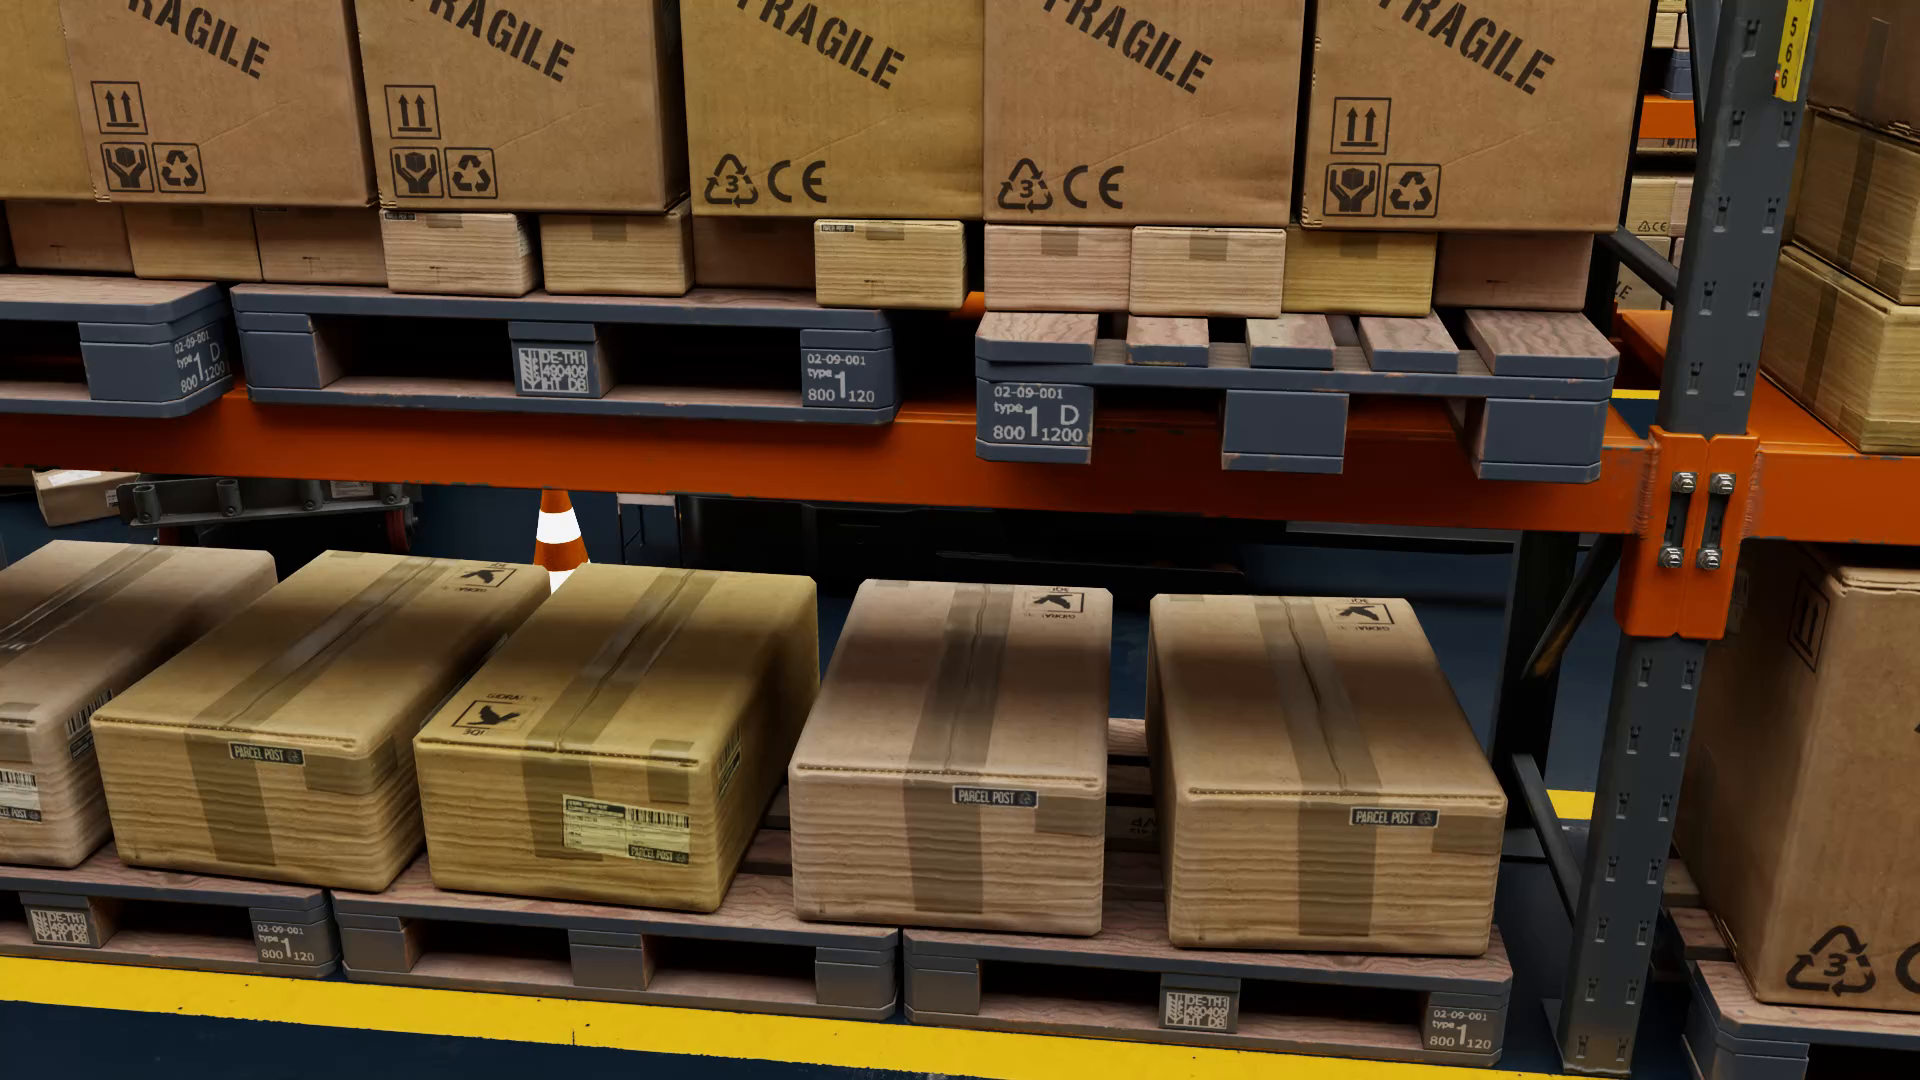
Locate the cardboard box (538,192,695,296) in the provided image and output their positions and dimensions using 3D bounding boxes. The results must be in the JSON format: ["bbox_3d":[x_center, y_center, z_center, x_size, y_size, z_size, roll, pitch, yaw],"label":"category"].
[{"bbox_3d":[-0.590,-0.567,3.064,0.250,0.149,0.380,2,22,5],"label":"cardboard box"}]

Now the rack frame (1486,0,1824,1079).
[{"bbox_3d":[1.311,-0.522,3.180,0.127,3.000,1.000,2,22,6],"label":"rack frame"}]

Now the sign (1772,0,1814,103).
[{"bbox_3d":[1.257,-0.825,2.480,0.005,0.325,0.100,2,22,6],"label":"sign"}]

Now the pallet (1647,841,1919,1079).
[{"bbox_3d":[2.085,0.836,3.537,1.213,0.211,1.003,2,22,6],"label":"pallet"}]

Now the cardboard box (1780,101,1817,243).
[{"bbox_3d":[1.822,-0.756,3.297,0.500,0.250,0.500,2,22,6],"label":"cardboard box"}]

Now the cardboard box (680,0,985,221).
[{"bbox_3d":[-0.189,-0.860,2.923,0.500,0.500,0.500,1,22,3],"label":"cardboard box"}]

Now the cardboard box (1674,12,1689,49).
[{"bbox_3d":[3.281,-2.274,7.383,0.250,0.149,0.380,3,22,8],"label":"cardboard box"}]

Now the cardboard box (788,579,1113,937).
[{"bbox_3d":[0.017,0.448,3.730,0.625,0.372,0.950,2,22,5],"label":"cardboard box"}]

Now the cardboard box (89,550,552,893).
[{"bbox_3d":[-1.426,0.383,3.893,0.625,0.372,0.950,4,22,10],"label":"cardboard box"}]

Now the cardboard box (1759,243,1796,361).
[{"bbox_3d":[1.844,-0.525,3.392,0.500,0.250,0.500,2,22,4],"label":"cardboard box"}]

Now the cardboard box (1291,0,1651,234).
[{"bbox_3d":[0.827,-0.820,2.823,0.500,0.500,0.500,2,22,5],"label":"cardboard box"}]

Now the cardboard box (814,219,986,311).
[{"bbox_3d":[-0.096,-0.529,2.969,0.250,0.149,0.380,3,22,7],"label":"cardboard box"}]

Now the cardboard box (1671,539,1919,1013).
[{"bbox_3d":[1.987,0.331,3.341,0.875,0.875,0.875,2,22,6],"label":"cardboard box"}]

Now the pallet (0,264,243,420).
[{"bbox_3d":[-1.919,-0.520,3.435,1.213,0.211,1.003,2,22,6],"label":"pallet"}]

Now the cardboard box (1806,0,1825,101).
[{"bbox_3d":[1.855,-1.107,3.163,0.500,0.500,0.500,2,22,5],"label":"cardboard box"}]

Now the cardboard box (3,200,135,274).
[{"bbox_3d":[-1.612,-0.636,3.239,0.250,0.149,0.380,4,22,10],"label":"cardboard box"}]

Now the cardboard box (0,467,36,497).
[{"bbox_3d":[-3.661,-0.581,6.541,0.503,0.637,0.797,2,22,6],"label":"cardboard box"}]

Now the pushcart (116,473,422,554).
[{"bbox_3d":[-2.442,-0.310,6.211,0.936,0.377,1.648,-5,22,-12],"label":"pushcart"}]

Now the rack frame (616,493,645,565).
[{"bbox_3d":[-1.139,-0.366,5.643,0.006,0.900,0.240,3,22,7],"label":"rack frame"}]

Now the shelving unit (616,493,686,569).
[{"bbox_3d":[-1.038,-0.361,5.630,0.210,0.900,0.258,3,22,7],"label":"shelving unit"}]

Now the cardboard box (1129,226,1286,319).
[{"bbox_3d":[0.428,-0.508,2.916,0.250,0.149,0.380,2,22,6],"label":"cardboard box"}]

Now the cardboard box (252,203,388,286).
[{"bbox_3d":[-1.116,-0.598,3.143,0.250,0.149,0.380,3,22,7],"label":"cardboard box"}]

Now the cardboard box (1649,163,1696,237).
[{"bbox_3d":[3.443,-1.549,7.587,0.500,0.250,0.500,3,22,7],"label":"cardboard box"}]

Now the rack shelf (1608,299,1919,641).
[{"bbox_3d":[3.297,-0.101,3.094,4.000,0.370,1.077,2,22,6],"label":"rack shelf"}]

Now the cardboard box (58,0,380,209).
[{"bbox_3d":[-1.242,-0.902,3.030,0.500,0.500,0.500,2,22,6],"label":"cardboard box"}]

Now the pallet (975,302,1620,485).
[{"bbox_3d":[0.591,-0.425,3.195,1.003,0.211,1.213,2,22,6],"label":"pallet"}]

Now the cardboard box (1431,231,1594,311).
[{"bbox_3d":[0.958,-0.529,2.968,0.250,0.149,0.380,3,22,8],"label":"cardboard box"}]

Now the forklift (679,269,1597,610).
[{"bbox_3d":[0.624,-1.331,5.320,3.031,2.935,1.130,3,22,7],"label":"forklift"}]

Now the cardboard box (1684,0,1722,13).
[{"bbox_3d":[3.282,-2.413,7.329,0.250,0.149,0.380,3,22,6],"label":"cardboard box"}]

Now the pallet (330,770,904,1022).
[{"bbox_3d":[-0.673,0.687,3.916,1.213,0.211,1.003,2,22,6],"label":"pallet"}]

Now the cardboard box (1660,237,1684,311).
[{"bbox_3d":[3.476,-1.202,7.728,0.500,0.500,0.500,2,22,5],"label":"cardboard box"}]

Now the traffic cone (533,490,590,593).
[{"bbox_3d":[-1.265,0.027,5.241,0.334,0.463,0.336,2,22,6],"label":"traffic cone"}]

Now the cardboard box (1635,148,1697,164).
[{"bbox_3d":[3.509,-1.736,8.059,0.500,0.250,0.500,3,22,8],"label":"cardboard box"}]
